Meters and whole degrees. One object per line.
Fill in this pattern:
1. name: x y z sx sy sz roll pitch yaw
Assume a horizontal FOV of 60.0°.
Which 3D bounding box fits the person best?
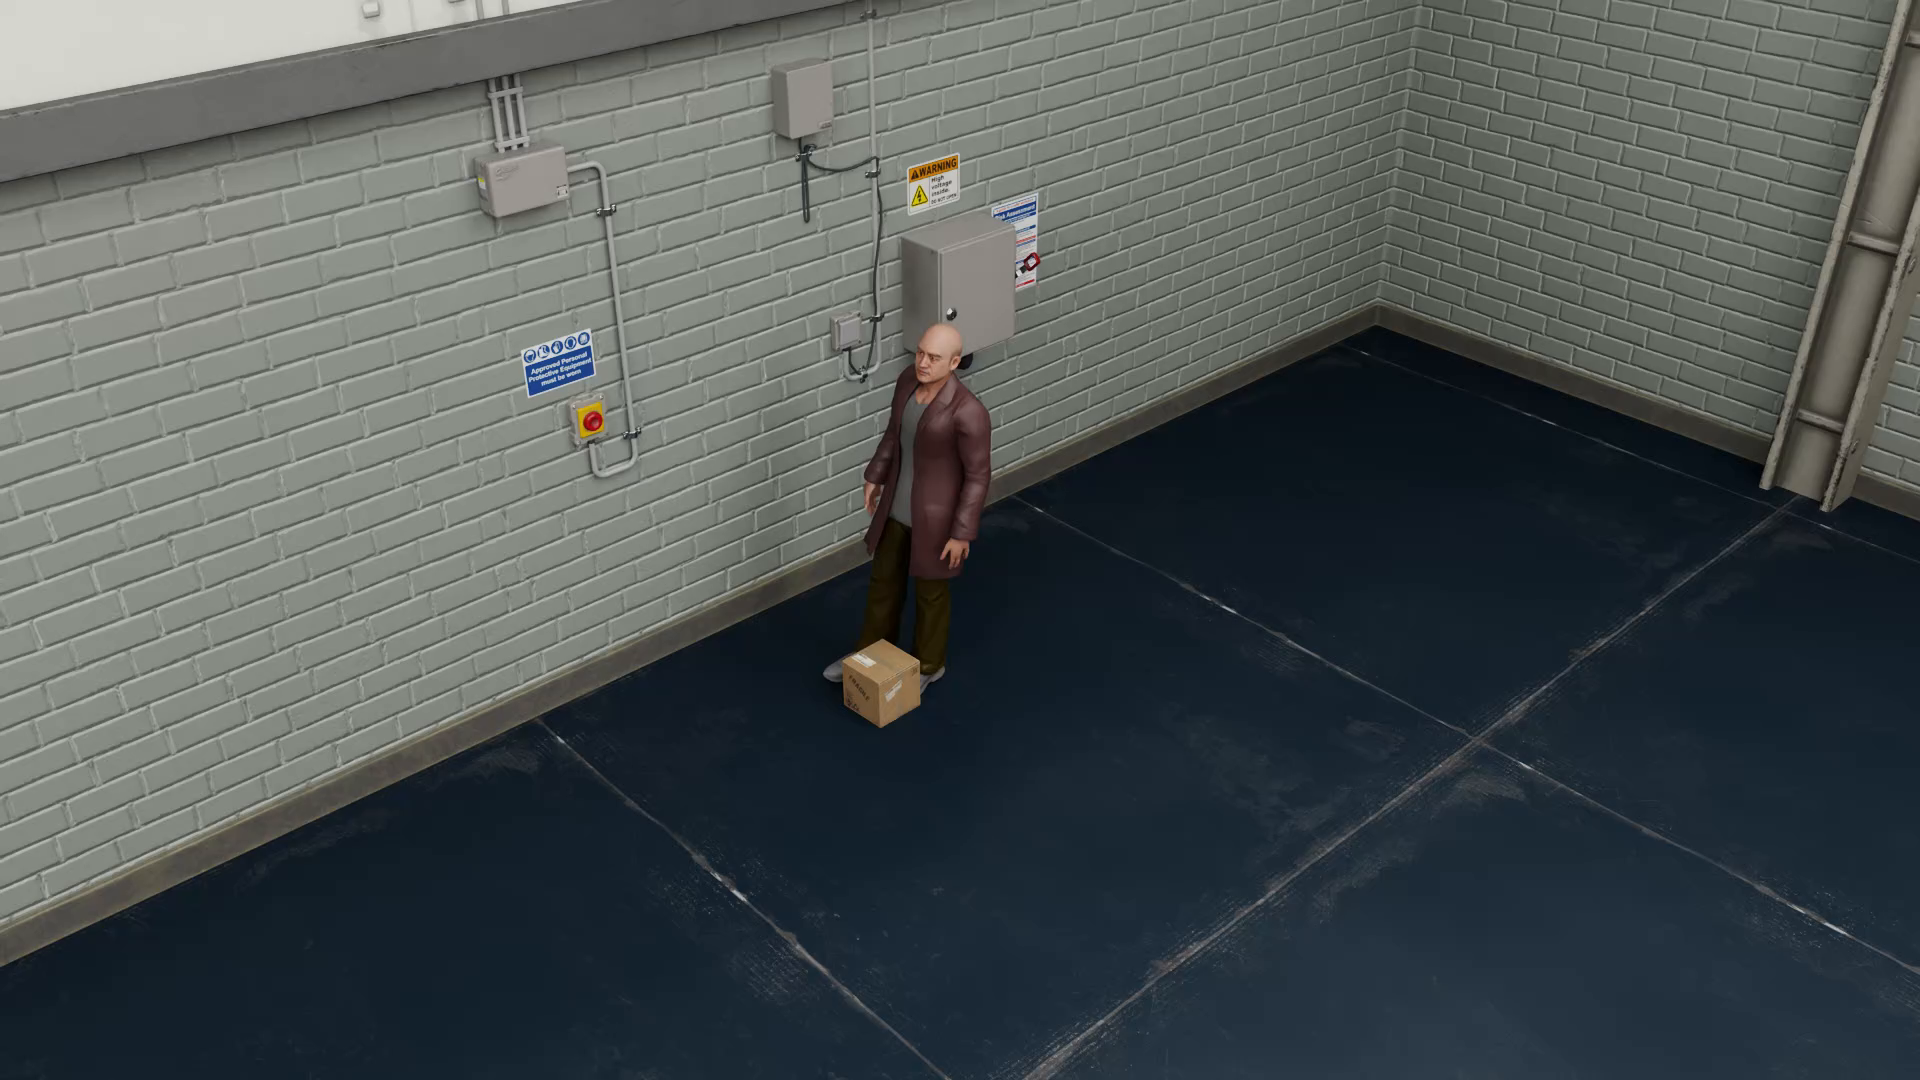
1. person: -0.229 -0.088 7.275 0.581 1.776 0.697 -26 40 -35
